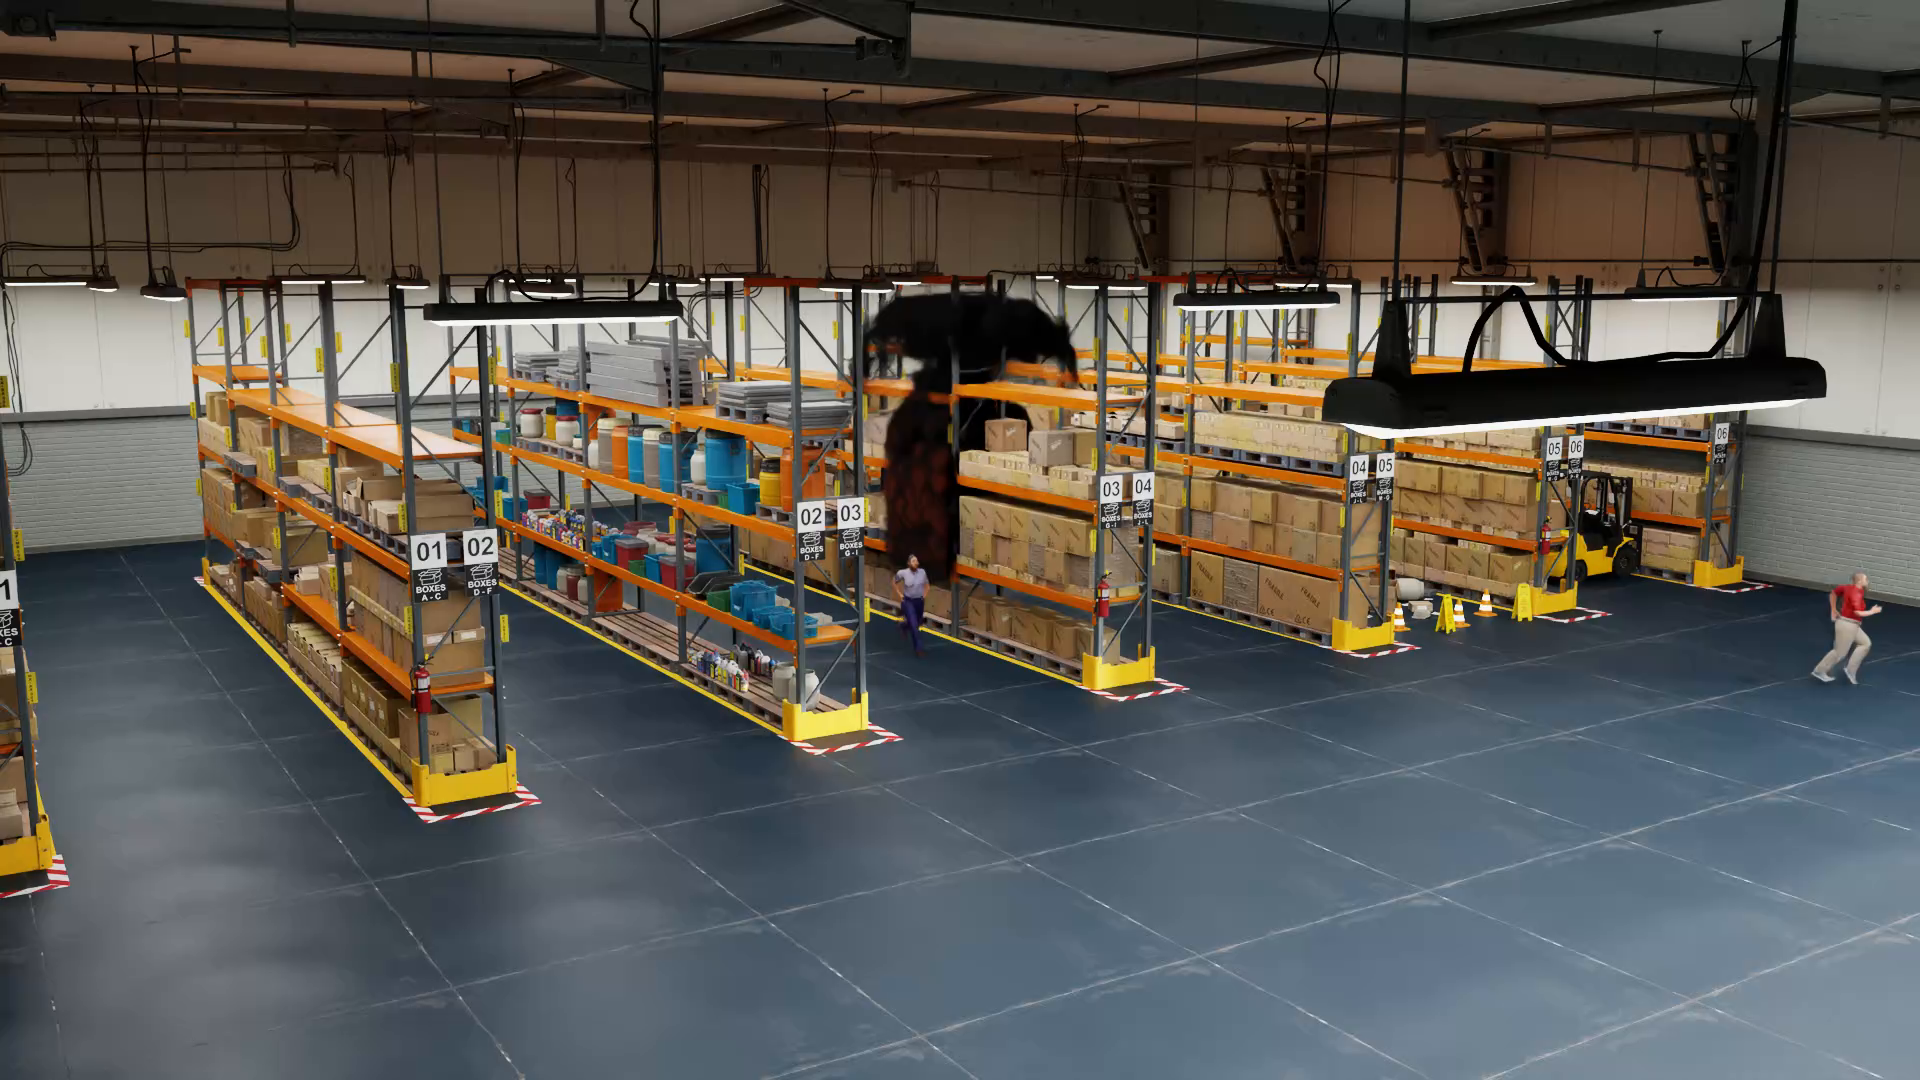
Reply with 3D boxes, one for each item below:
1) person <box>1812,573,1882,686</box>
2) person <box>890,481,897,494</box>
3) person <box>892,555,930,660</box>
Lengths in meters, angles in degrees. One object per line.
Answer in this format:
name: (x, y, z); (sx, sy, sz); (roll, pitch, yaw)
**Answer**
person: (13.309, 1.342, 24.939); (0.851, 1.751, 0.689); (4, 10, 20)
person: (-1.747, -1.633, 42.387); (0.786, 1.835, 0.719); (-6, 11, -32)
person: (-0.773, 1.052, 27.021); (0.578, 1.663, 1.066); (-6, 11, -32)
